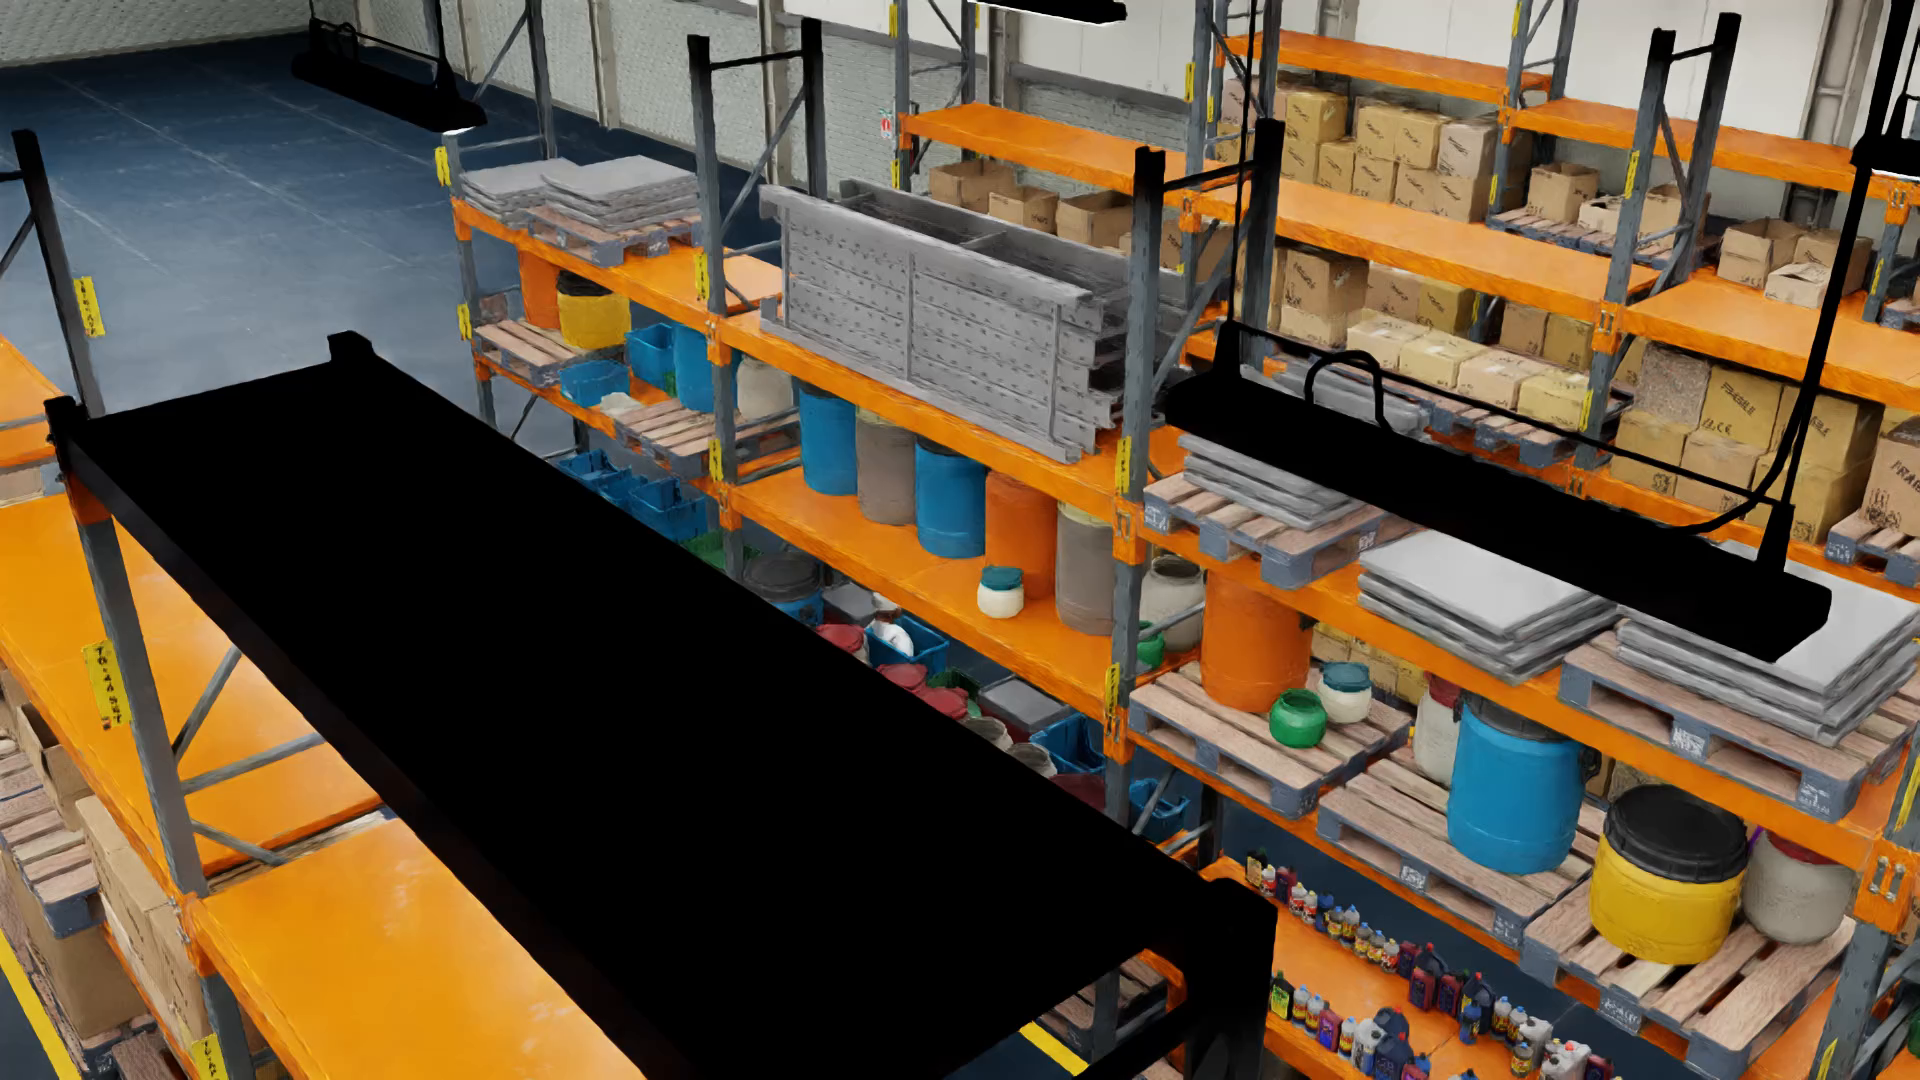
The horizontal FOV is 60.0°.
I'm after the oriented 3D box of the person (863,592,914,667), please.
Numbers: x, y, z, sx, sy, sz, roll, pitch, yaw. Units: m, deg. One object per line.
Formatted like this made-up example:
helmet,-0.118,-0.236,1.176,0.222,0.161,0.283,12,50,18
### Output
person,-0.562,1.162,12.866,0.635,1.768,0.491,22,34,36
